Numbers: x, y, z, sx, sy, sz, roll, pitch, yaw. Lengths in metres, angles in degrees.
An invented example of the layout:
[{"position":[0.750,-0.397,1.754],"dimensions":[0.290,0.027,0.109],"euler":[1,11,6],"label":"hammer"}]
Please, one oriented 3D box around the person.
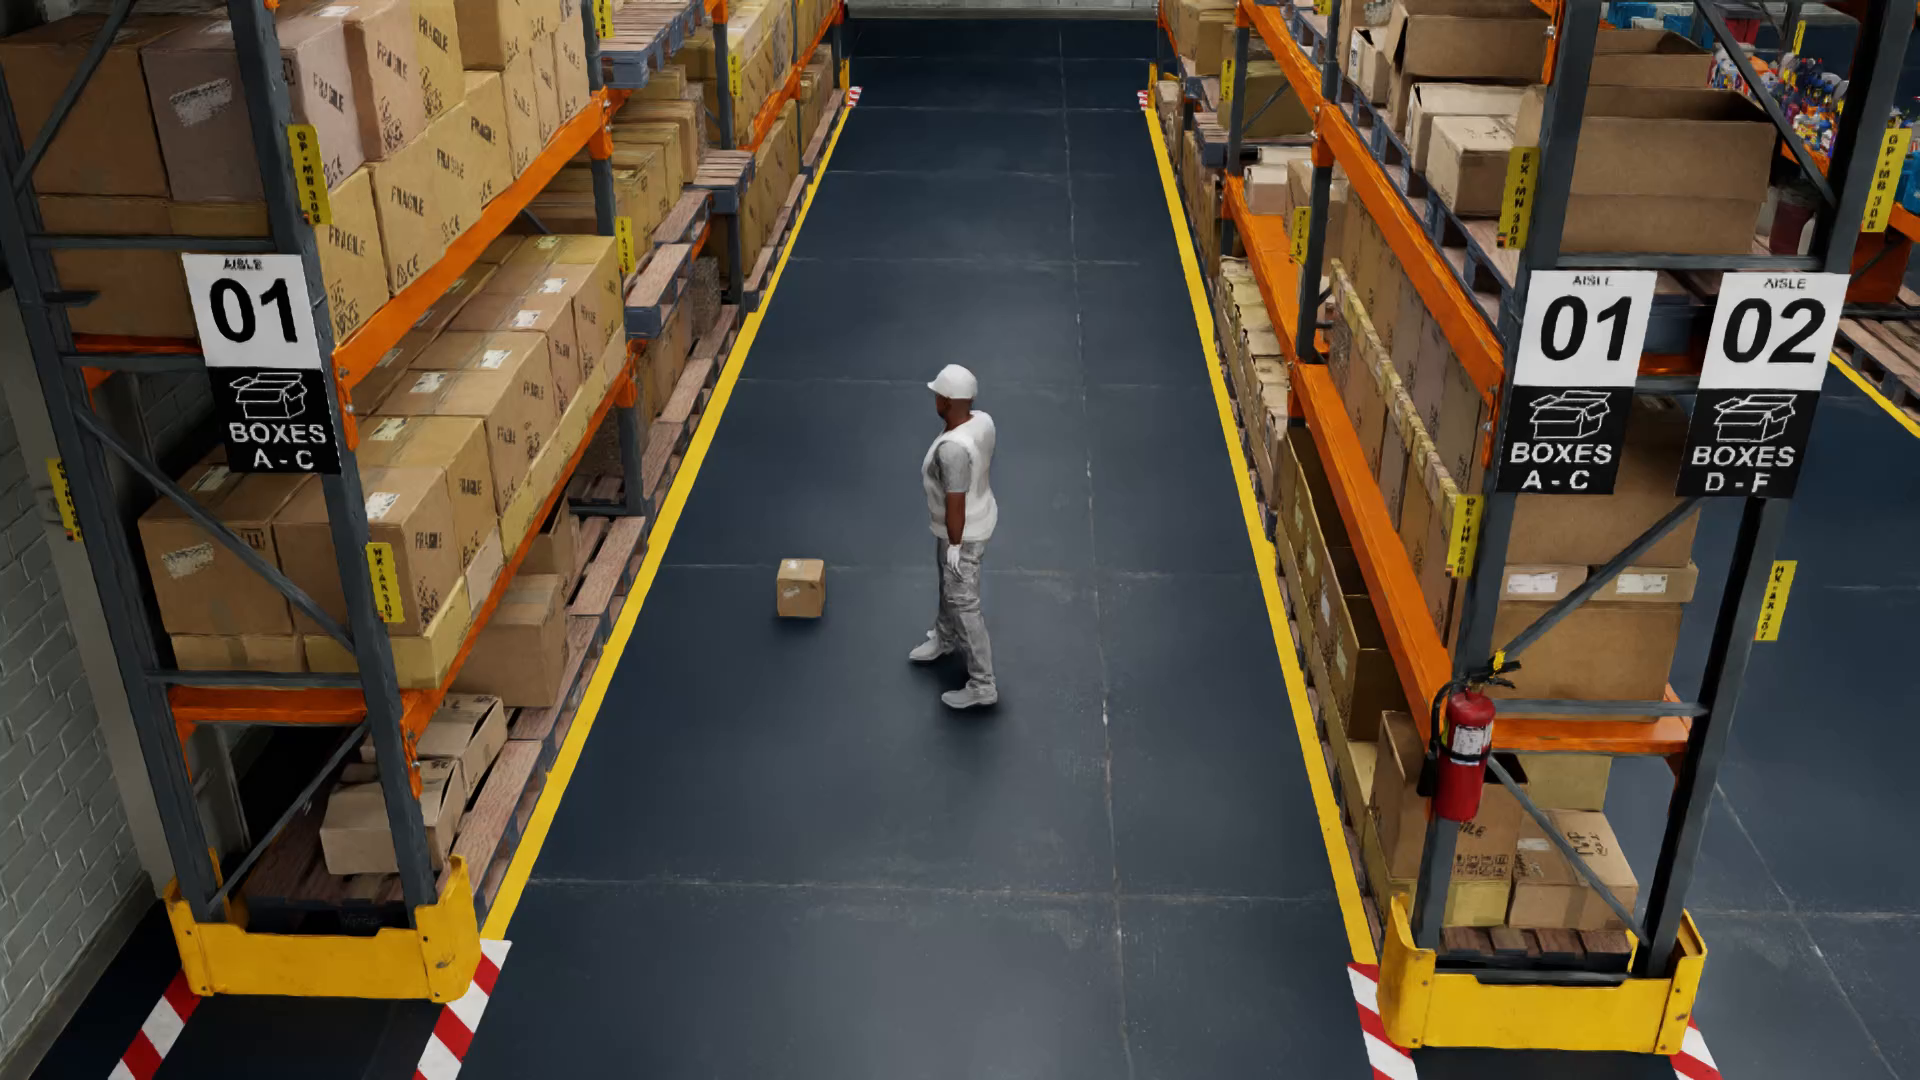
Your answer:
[{"position":[-0.020,-0.041,8.676],"dimensions":[0.569,1.779,0.659],"euler":[6,28,11],"label":"person"}]
